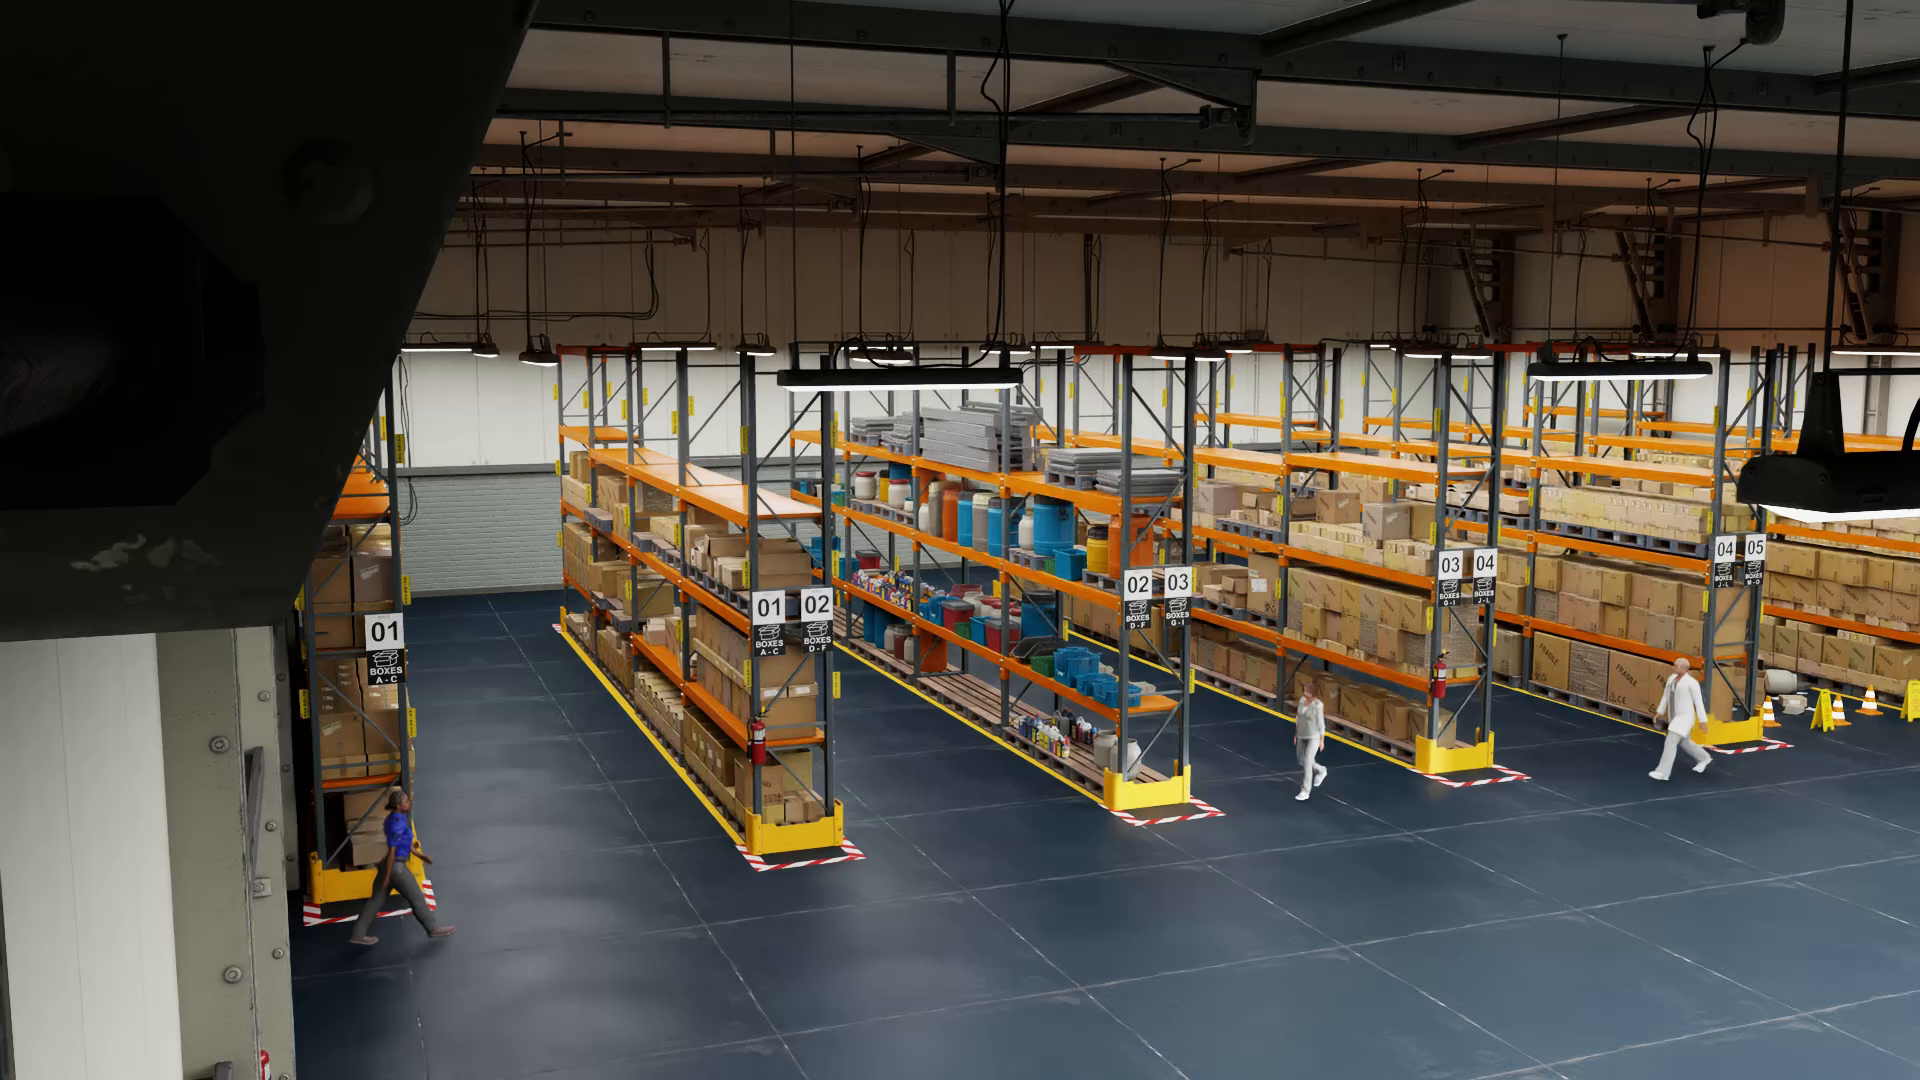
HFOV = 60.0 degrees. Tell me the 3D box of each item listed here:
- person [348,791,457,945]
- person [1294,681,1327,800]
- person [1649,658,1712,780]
[{"bbox_3d":[-5.755,3.356,17.106,1.054,1.574,0.489,-3,8,-25],"label":"person"},{"bbox_3d":[4.758,2.683,22.569,0.808,1.564,0.439,-6,9,-40],"label":"person"},{"bbox_3d":[10.195,2.506,23.437,1.190,1.721,0.654,-2,7,-15],"label":"person"}]
